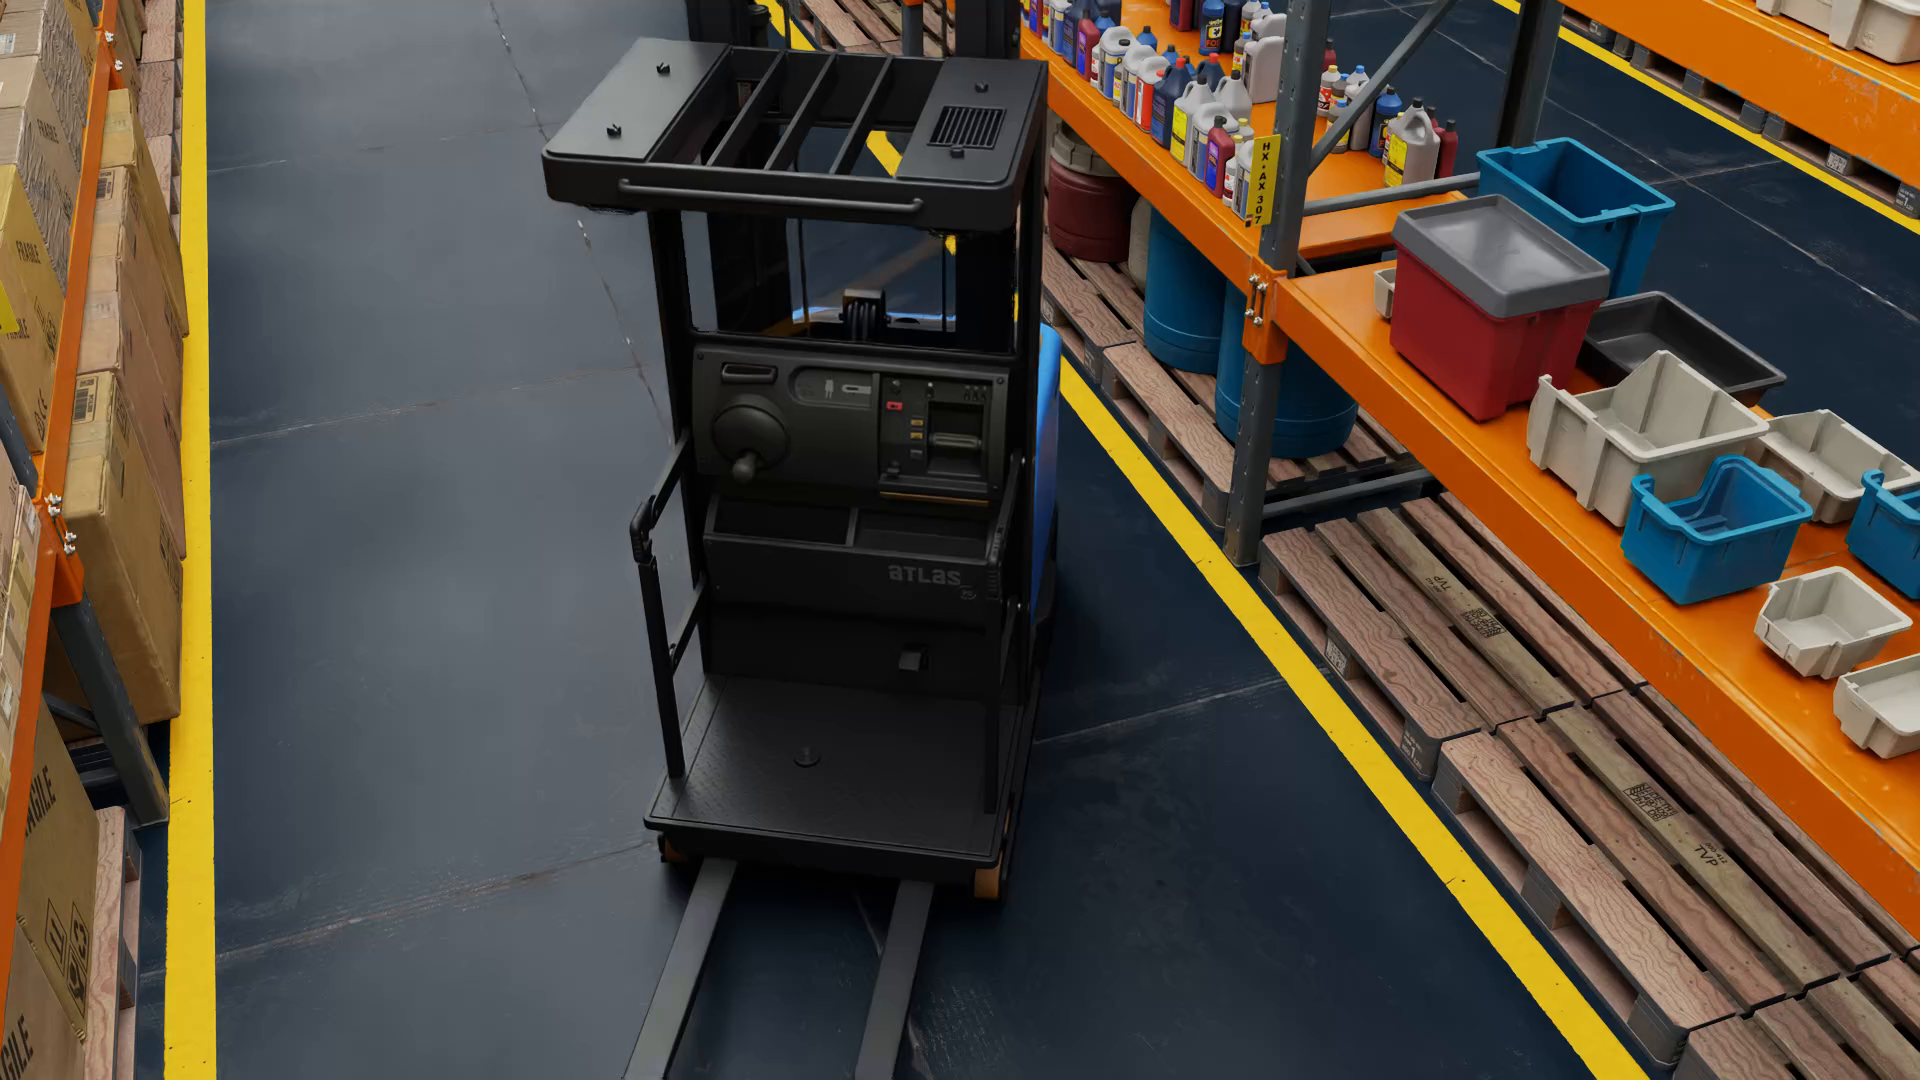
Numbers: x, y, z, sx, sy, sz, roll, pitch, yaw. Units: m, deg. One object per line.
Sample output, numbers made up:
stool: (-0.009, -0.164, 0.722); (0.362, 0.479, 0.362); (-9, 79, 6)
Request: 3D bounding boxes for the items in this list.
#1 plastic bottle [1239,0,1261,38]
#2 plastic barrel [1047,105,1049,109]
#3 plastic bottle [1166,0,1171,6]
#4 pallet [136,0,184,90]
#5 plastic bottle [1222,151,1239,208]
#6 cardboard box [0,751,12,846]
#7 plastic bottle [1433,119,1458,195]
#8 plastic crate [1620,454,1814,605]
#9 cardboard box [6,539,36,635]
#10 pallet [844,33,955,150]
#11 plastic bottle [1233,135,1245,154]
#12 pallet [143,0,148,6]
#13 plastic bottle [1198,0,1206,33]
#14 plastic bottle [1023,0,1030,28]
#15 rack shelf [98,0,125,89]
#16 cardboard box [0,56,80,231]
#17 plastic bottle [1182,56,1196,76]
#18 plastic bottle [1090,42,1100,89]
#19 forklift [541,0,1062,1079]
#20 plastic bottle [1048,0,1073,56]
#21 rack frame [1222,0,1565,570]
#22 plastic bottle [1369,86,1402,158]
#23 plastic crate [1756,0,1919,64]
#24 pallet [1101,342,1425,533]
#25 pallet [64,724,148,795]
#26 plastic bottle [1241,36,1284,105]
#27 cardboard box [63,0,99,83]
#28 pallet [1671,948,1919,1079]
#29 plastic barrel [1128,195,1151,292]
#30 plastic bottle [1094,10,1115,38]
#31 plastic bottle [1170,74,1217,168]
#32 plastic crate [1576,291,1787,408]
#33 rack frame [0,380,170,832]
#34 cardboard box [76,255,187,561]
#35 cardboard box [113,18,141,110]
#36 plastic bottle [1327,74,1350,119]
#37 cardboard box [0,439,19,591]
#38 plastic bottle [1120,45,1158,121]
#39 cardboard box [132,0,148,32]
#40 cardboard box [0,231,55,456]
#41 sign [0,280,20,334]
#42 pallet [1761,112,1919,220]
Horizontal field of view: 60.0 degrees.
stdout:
plastic bottle: (1.295, -2.286, 7.399); (0.097, 0.271, 0.097); (0, 37, 0)
plastic barrel: (0.351, -2.505, 9.037); (0.600, 0.830, 0.708); (-12, 39, -16)
plastic bottle: (1.043, -2.673, 7.971); (0.097, 0.201, 0.097); (0, 37, 0)
pallet: (-5.591, -3.158, 10.767); (1.003, 0.211, 1.213); (-12, 39, -16)
plastic bottle: (1.038, -1.353, 6.219); (0.097, 0.201, 0.097); (0, 37, 0)
cardboard box: (-2.340, 0.594, 3.677); (0.380, 0.149, 0.250); (-12, 39, -15)
plastic bottle: (1.817, -1.466, 6.300); (0.061, 0.283, 0.133); (-12, 39, -16)
plastic crate: (1.972, -0.022, 4.375); (0.416, 0.233, 0.300); (-12, 39, -16)
cardboard box: (-2.606, 0.159, 4.255); (0.380, 0.149, 0.250); (-12, 39, -15)
pallet: (-0.064, -2.809, 10.303); (1.003, 0.211, 1.213); (-12, 39, -16)
plastic bottle: (1.050, -1.441, 6.336); (0.097, 0.201, 0.097); (0, 37, 0)
pallet: (-6.125, -3.969, 11.844); (1.003, 0.211, 1.213); (-12, 39, -16)
plastic bottle: (1.152, -2.452, 7.609); (0.061, 0.283, 0.133); (-12, 39, -16)
plastic bottle: (0.344, -2.521, 7.711); (0.097, 0.271, 0.097); (0, 37, 0)
rack shelf: (-5.172, -3.294, 9.228); (1.077, 0.370, 4.000); (-12, 39, -16)
cardboard box: (-3.559, -1.401, 6.033); (0.500, 0.500, 0.500); (-12, 39, -15)
plastic bottle: (0.915, -1.849, 6.819); (0.097, 0.271, 0.097); (0, 37, 0)
plastic bottle: (0.613, -2.052, 7.146); (0.097, 0.201, 0.097); (0, 37, 0)
forklift: (-0.355, -0.270, 4.672); (1.130, 2.935, 3.031); (5, 37, 7)
plastic bottle: (0.489, -2.333, 7.457); (0.152, 0.276, 0.135); (-12, 39, -16)
rack frame: (1.543, -1.217, 5.873); (1.000, 3.000, 0.127); (-12, 39, -16)
plastic bottle: (1.681, -1.653, 6.558); (0.097, 0.271, 0.097); (0, 37, 0)
plastic crate: (1.976, -1.166, 3.531); (0.437, 0.136, 0.530); (-12, 39, -16)
pallet: (1.317, -0.548, 7.302); (1.003, 0.211, 1.213); (-12, 39, -16)
pallet: (-3.444, 0.502, 5.908); (1.003, 0.211, 1.213); (-12, 39, -16)
plastic bottle: (1.280, -2.000, 7.015); (0.152, 0.276, 0.135); (-12, 39, -16)
cardboard box: (-4.081, -2.264, 7.179); (0.500, 0.500, 0.500); (-11, 38, -15)
pallet: (2.672, 1.682, 4.341); (1.003, 0.211, 1.213); (-12, 39, -16)
plastic barrel: (1.018, -1.440, 7.887); (0.421, 0.512, 0.421); (0, 37, 0)
plastic bottle: (0.624, -2.168, 7.242); (0.097, 0.271, 0.097); (0, 37, 0)
plastic bottle: (0.920, -1.649, 6.487); (0.144, 0.351, 0.185); (-12, 39, -16)
plastic crate: (2.180, -0.555, 5.172); (0.437, 0.125, 0.590); (-12, 39, -16)
rack frame: (-3.107, -0.192, 4.511); (1.000, 3.000, 0.127); (-12, 39, -16)
cardboard box: (-3.655, -0.373, 6.169); (1.225, 0.875, 0.875); (-14, 39, -18)
cardboard box: (-5.138, -2.633, 9.464); (0.700, 0.500, 0.500); (-9, 38, -12)
plastic bottle: (1.568, -1.811, 6.826); (0.097, 0.201, 0.097); (0, 37, 0)
cardboard box: (-2.709, -0.056, 4.208); (0.500, 0.250, 0.500); (-13, 39, -17)
plastic bottle: (0.758, -1.891, 6.870); (0.152, 0.276, 0.135); (-12, 39, -16)
cardboard box: (-5.669, -3.537, 10.665); (0.700, 0.500, 0.500); (-15, 40, -19)
cardboard box: (-3.031, -0.543, 4.895); (0.500, 0.500, 0.500); (-12, 39, -16)
sign: (-2.587, -0.685, 4.381); (0.100, 0.325, 0.005); (-12, 39, -16)
pallet: (5.456, -2.269, 9.587); (1.003, 0.211, 1.213); (-12, 39, -16)
